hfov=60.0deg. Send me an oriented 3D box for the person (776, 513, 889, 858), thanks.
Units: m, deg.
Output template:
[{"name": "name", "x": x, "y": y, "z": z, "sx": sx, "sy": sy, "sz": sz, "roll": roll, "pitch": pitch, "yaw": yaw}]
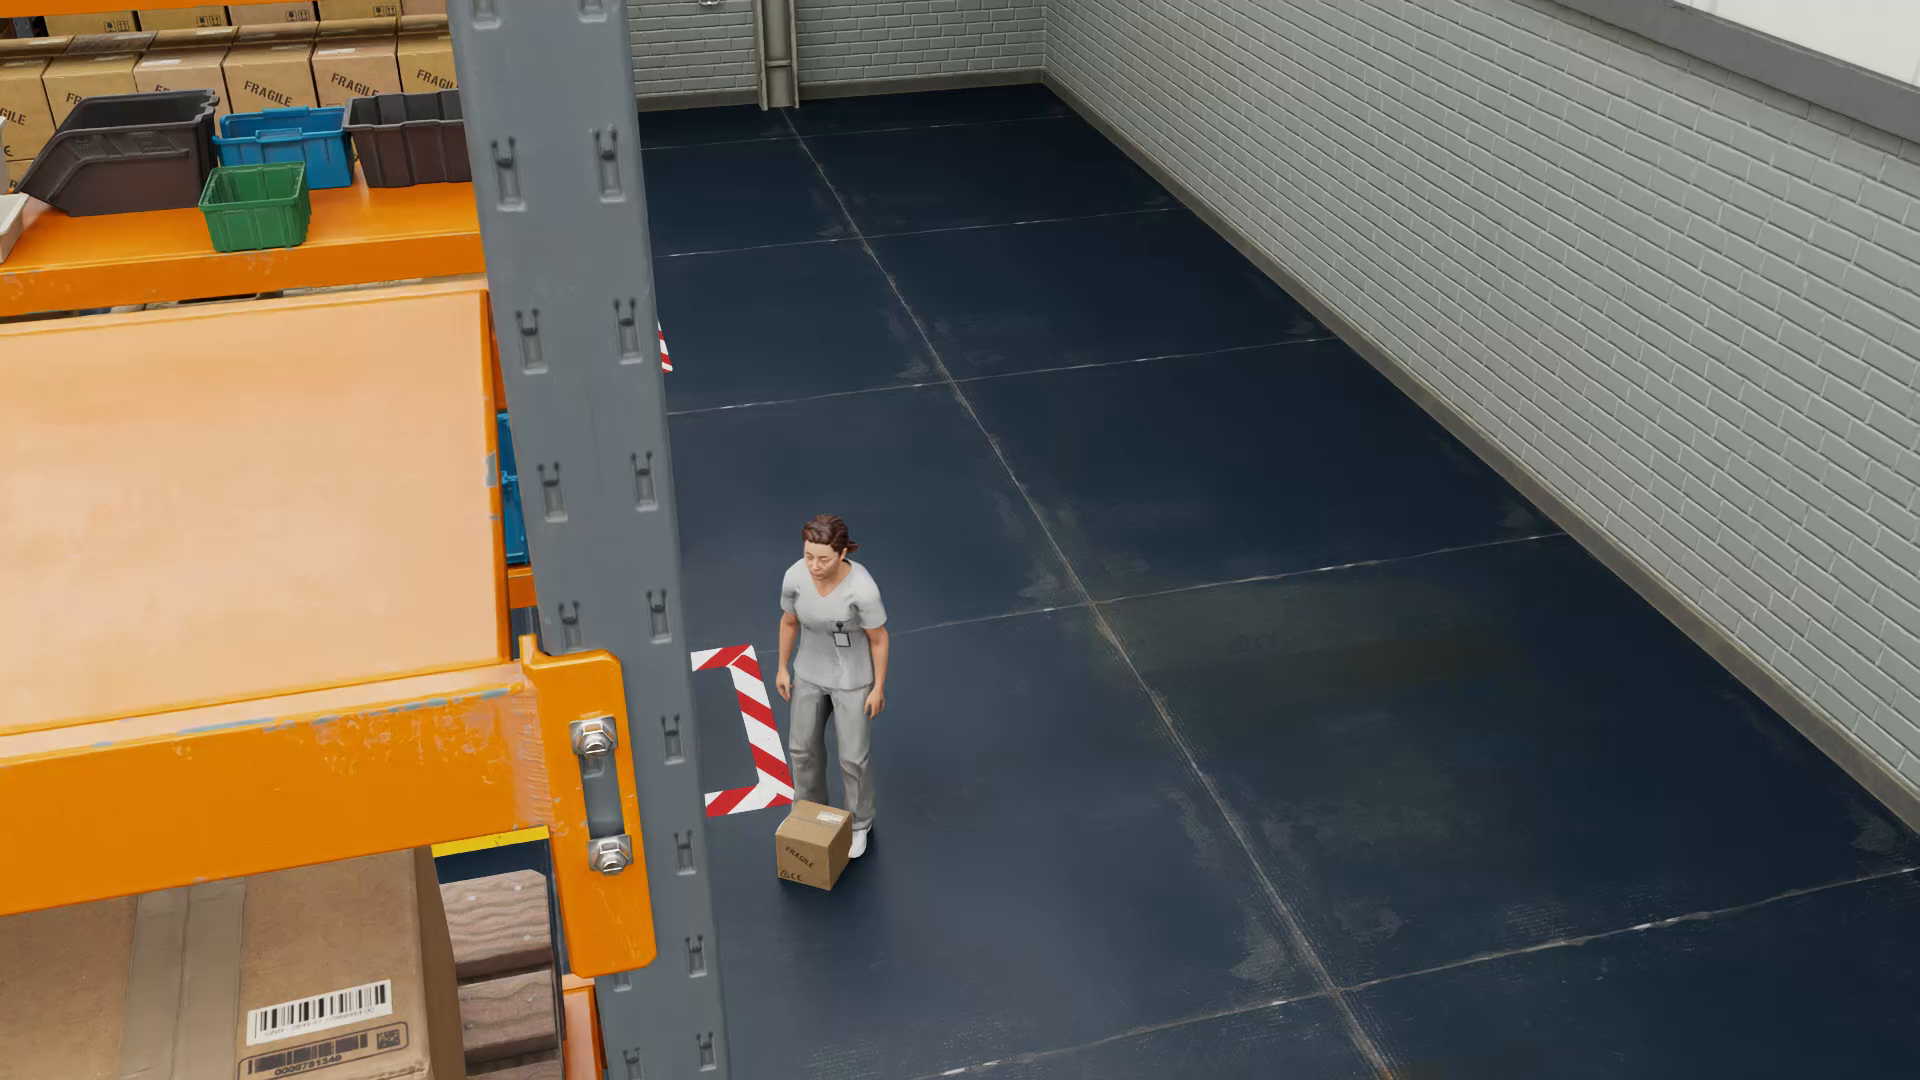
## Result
[{"name": "person", "x": -0.548, "y": 0.601, "z": 7.106, "sx": 0.508, "sy": 1.673, "sz": 0.355, "roll": 10, "pitch": 32, "yaw": 17}]
